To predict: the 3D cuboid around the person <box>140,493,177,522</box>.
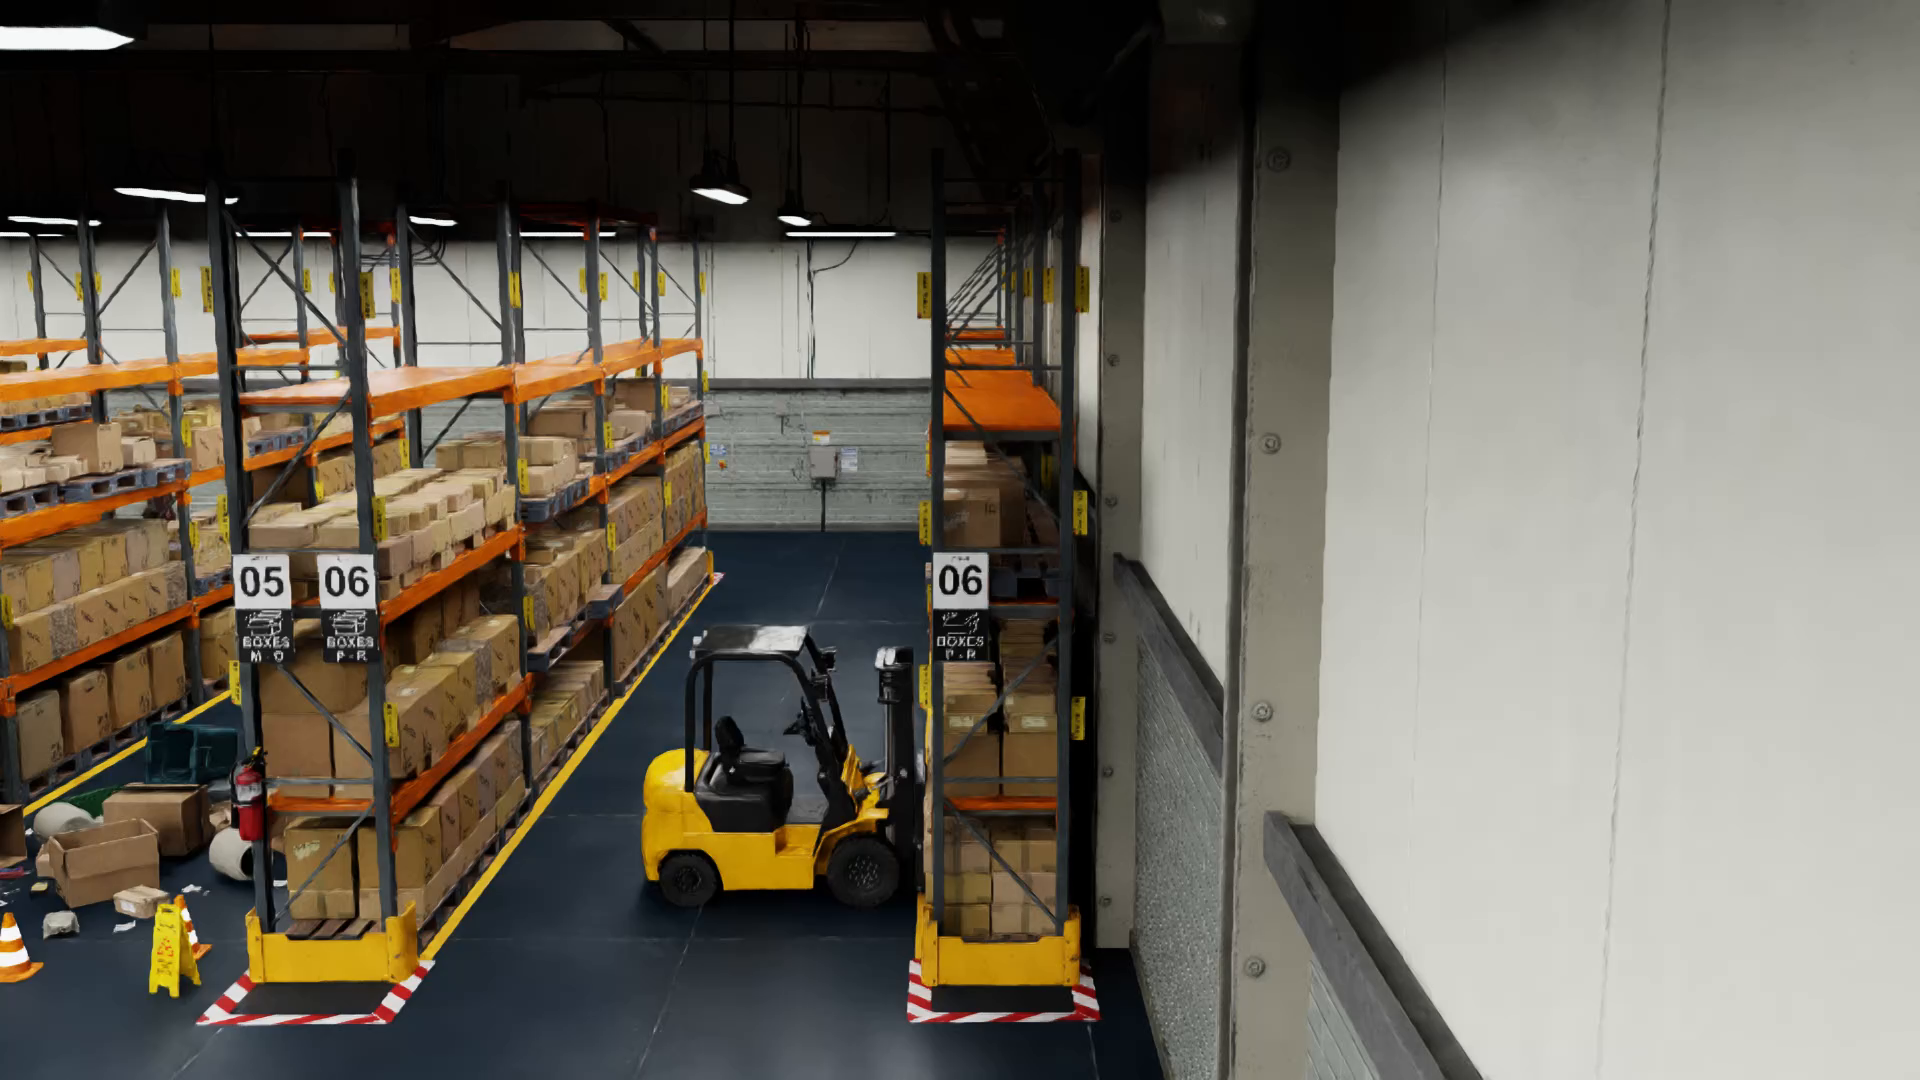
[{"bbox_3d":[-14.834,-0.602,30.808,0.633,1.727,1.045,3,10,20],"label":"person"}]
